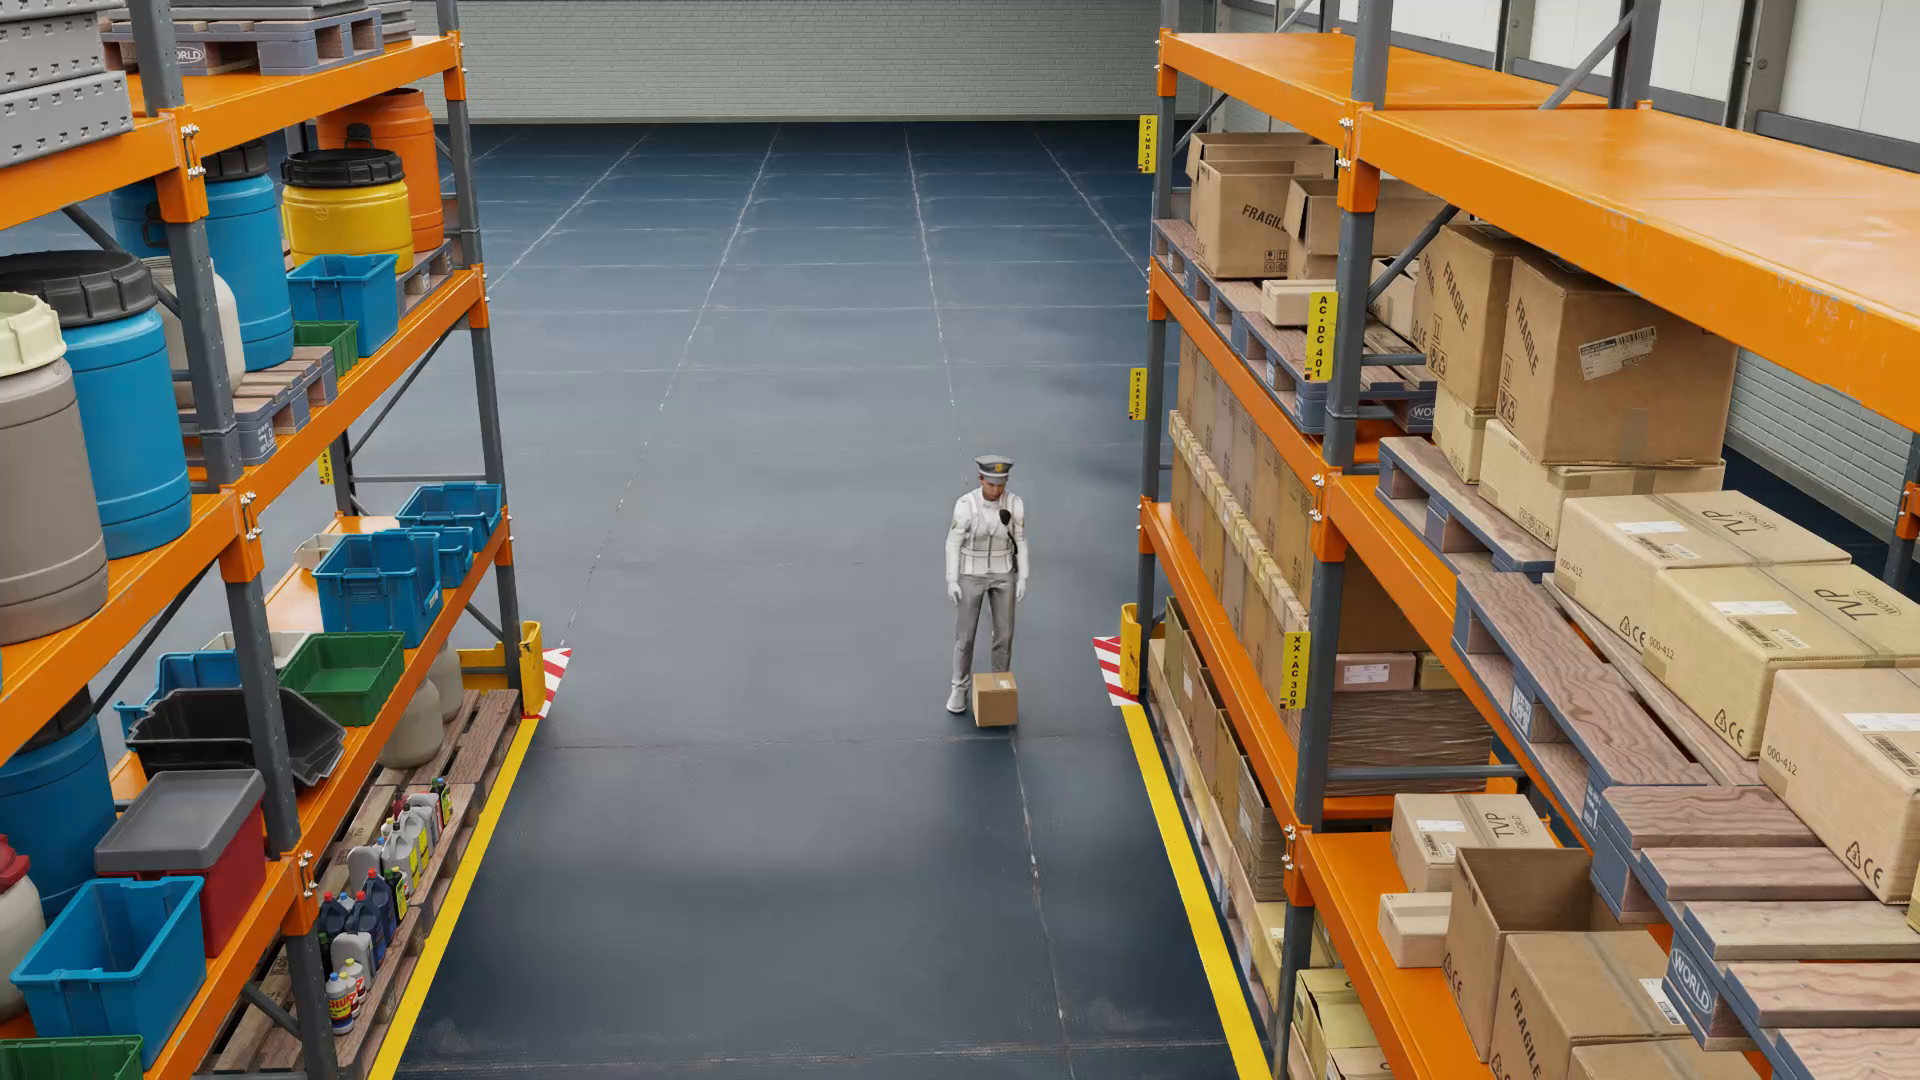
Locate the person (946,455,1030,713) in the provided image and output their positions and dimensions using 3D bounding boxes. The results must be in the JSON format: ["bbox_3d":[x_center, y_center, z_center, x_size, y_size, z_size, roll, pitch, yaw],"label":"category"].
[{"bbox_3d":[0.171,0.255,10.395,0.539,1.661,0.373,-3,21,-8],"label":"person"}]
